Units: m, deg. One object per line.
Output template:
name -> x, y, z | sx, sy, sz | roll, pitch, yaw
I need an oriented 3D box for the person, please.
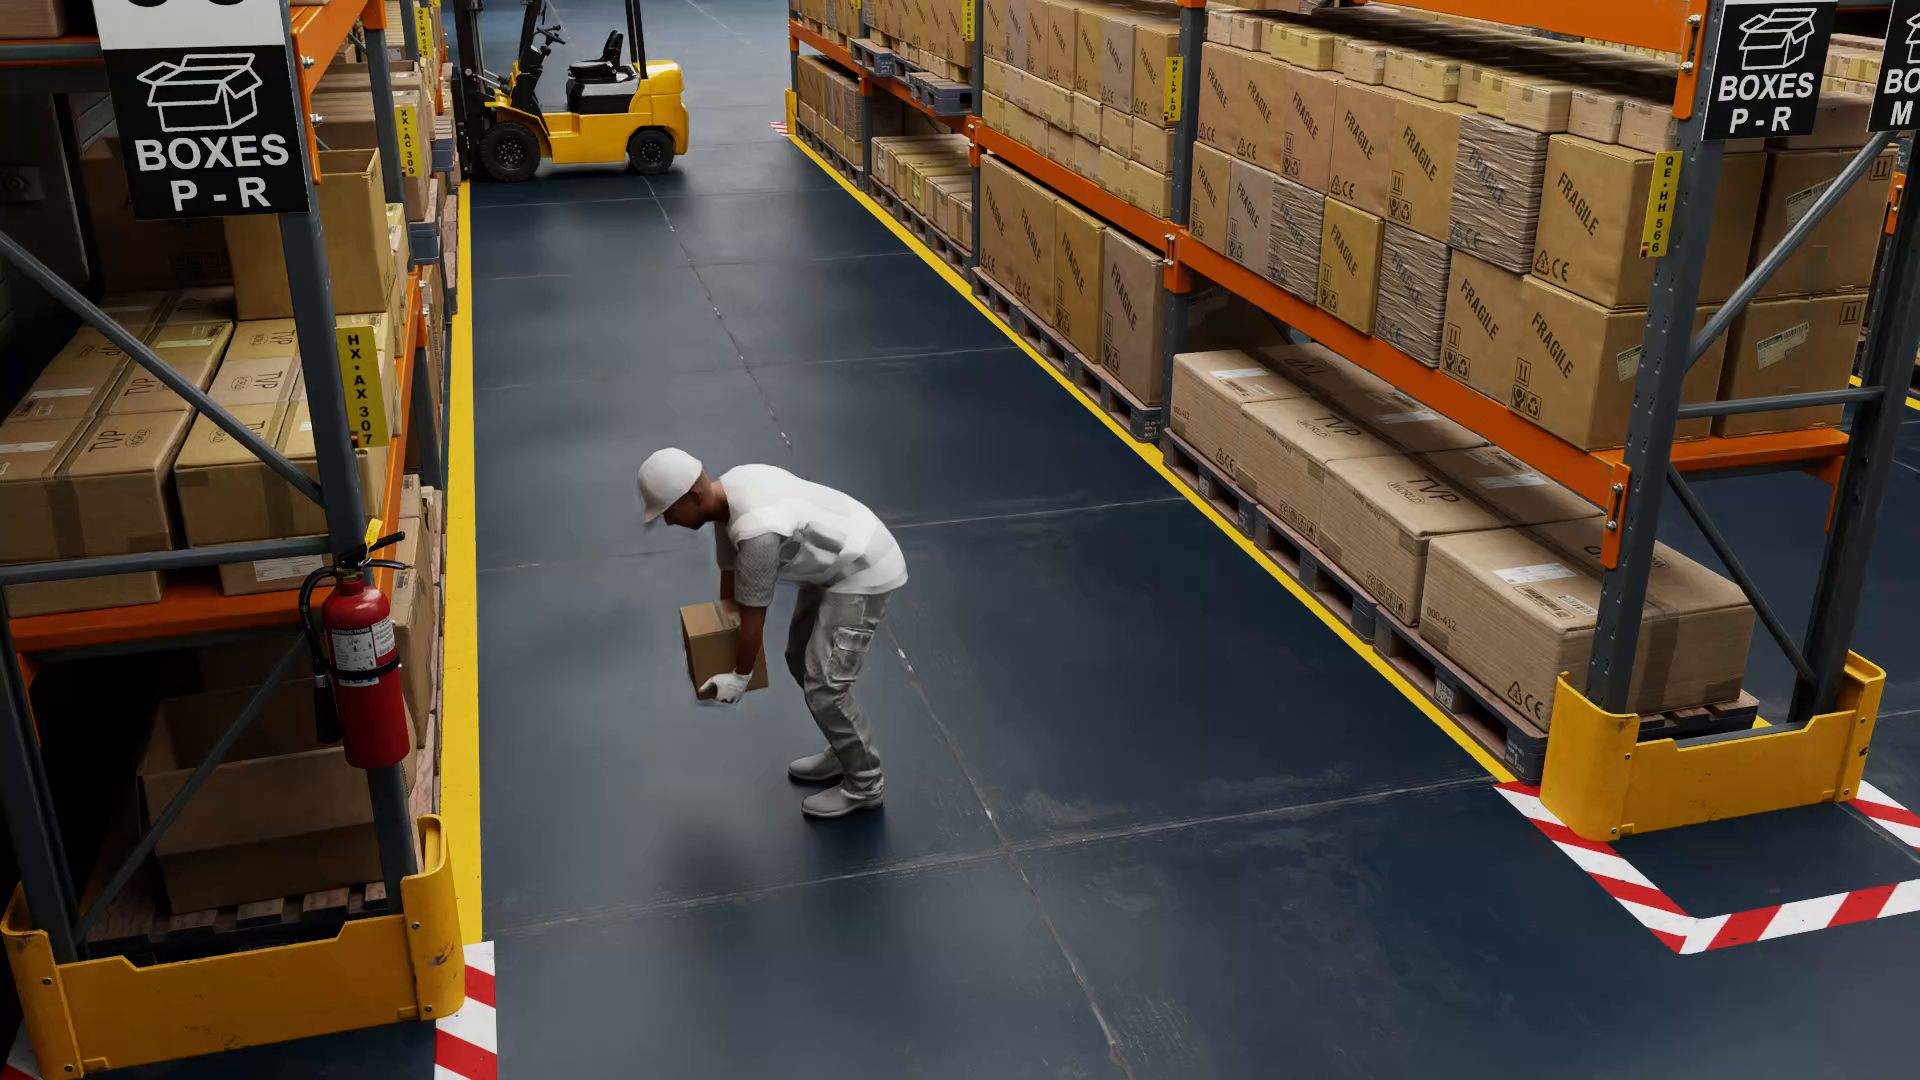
person -> -0.635, 0.306, 5.835 | 0.897, 1.396, 0.499 | -7, 24, -16
